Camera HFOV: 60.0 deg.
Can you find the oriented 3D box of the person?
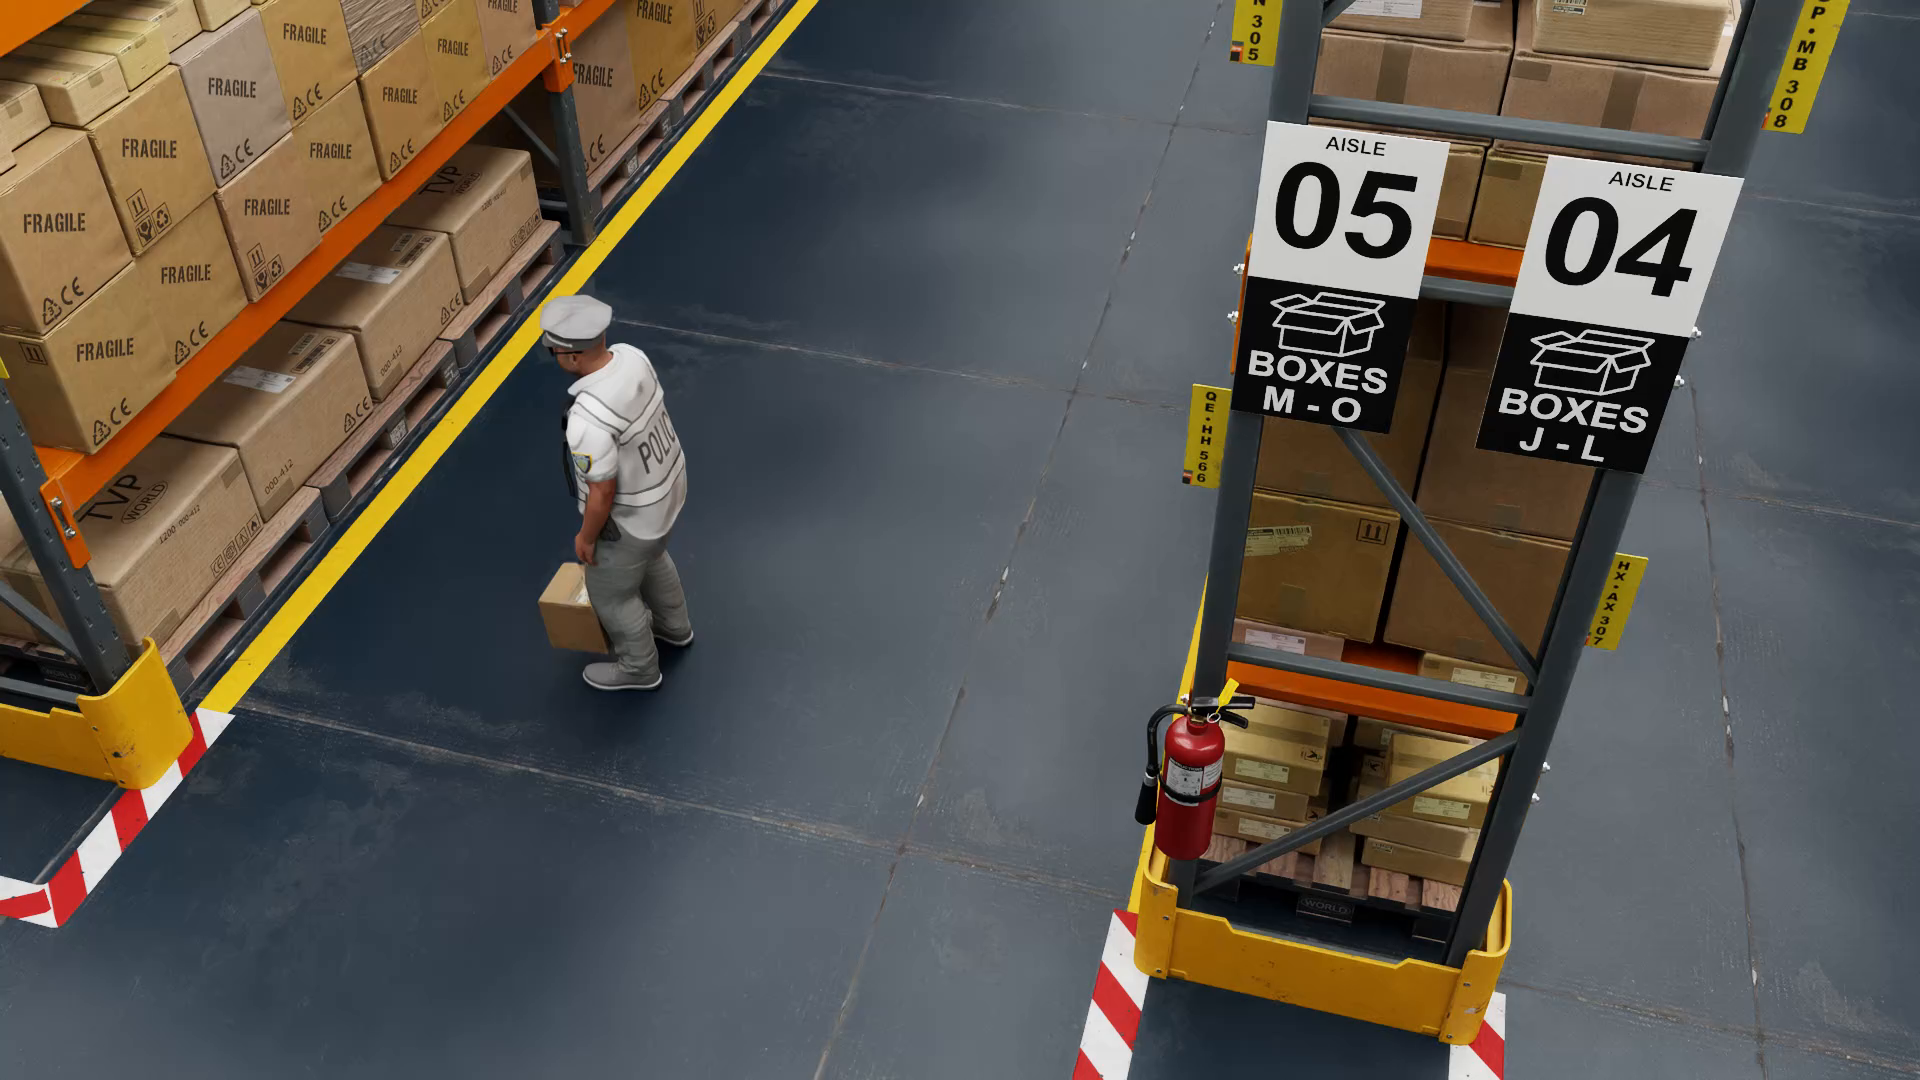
[{"bbox_3d":[-1.285,-0.142,6.316,0.476,1.749,0.570,9,42,10],"label":"person"}]
